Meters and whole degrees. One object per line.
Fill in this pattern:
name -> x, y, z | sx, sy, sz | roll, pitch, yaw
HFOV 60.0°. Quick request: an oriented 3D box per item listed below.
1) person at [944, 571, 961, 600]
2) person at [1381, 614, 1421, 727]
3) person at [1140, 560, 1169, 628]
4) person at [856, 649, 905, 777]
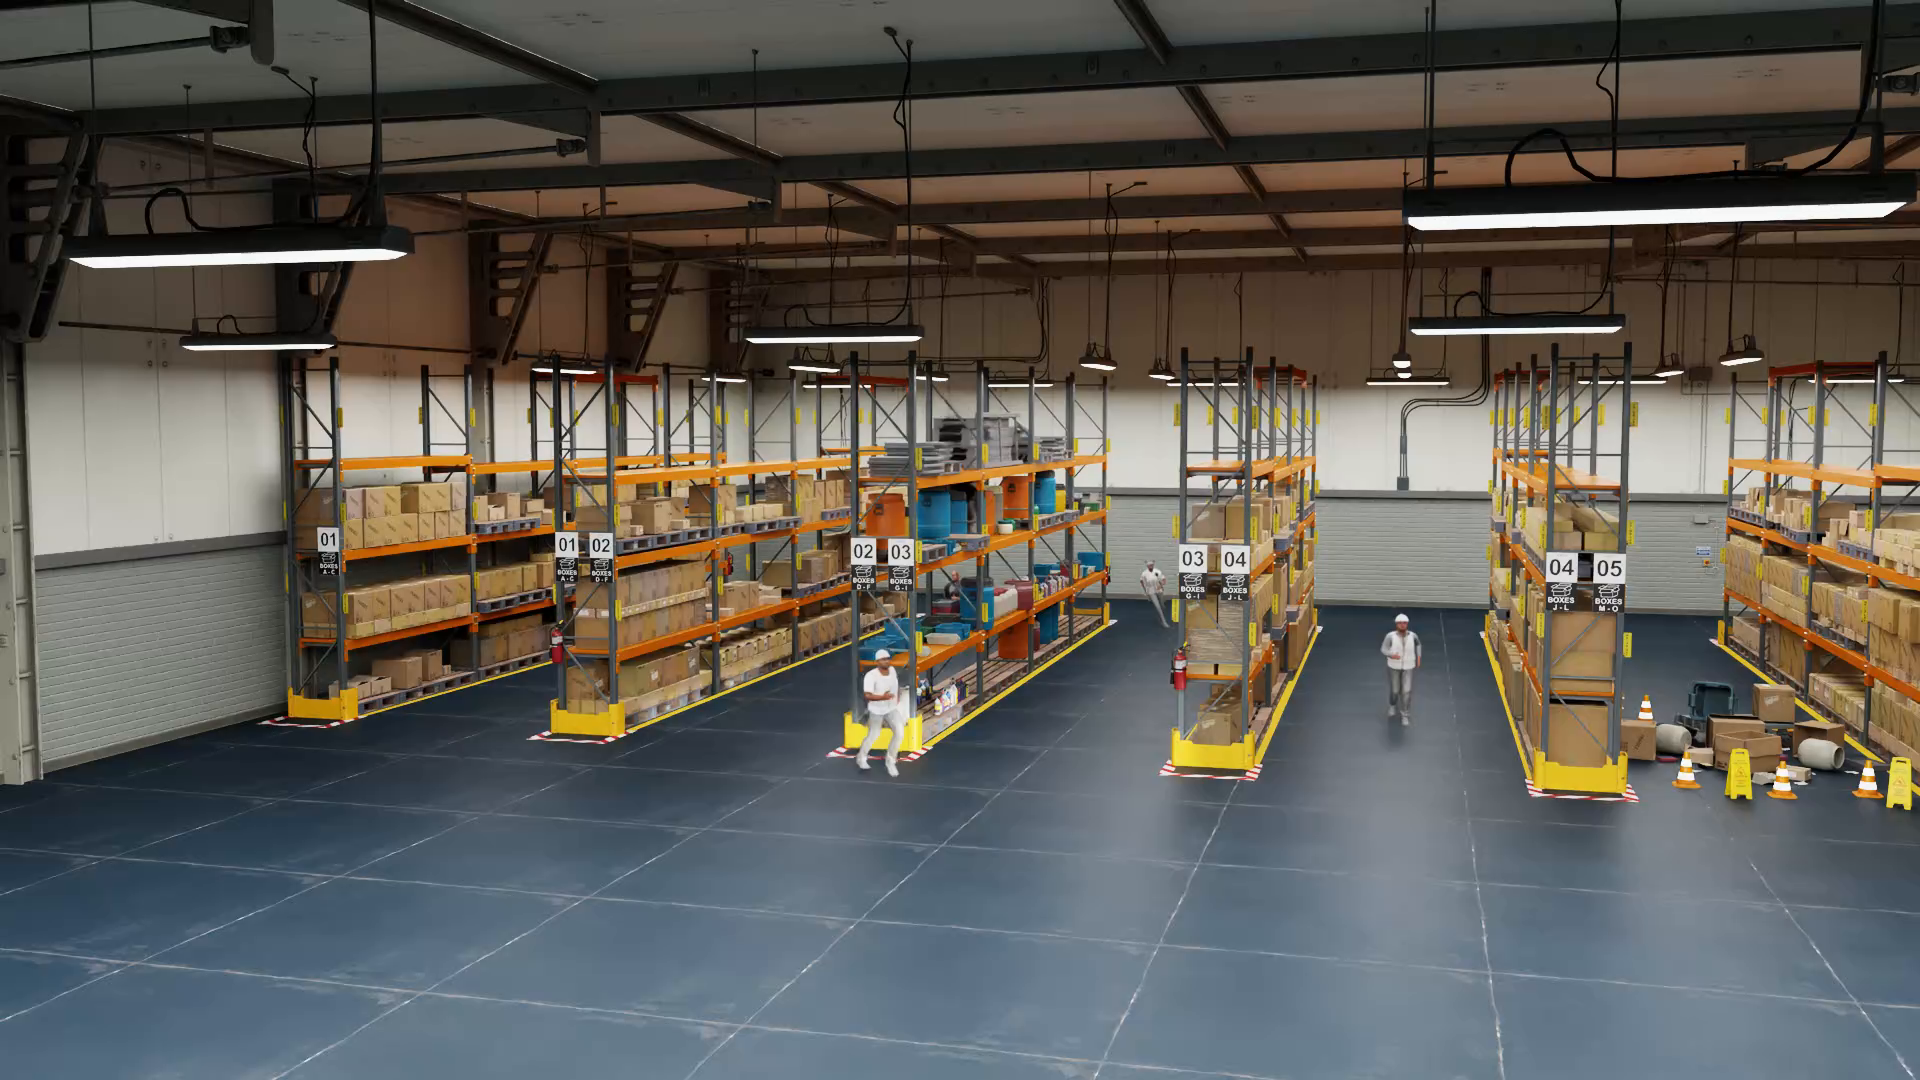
person -> -0.110, 1.536, 35.381 | 0.650, 1.760, 0.871 | 1, 4, 20
person -> 7.248, 2.108, 27.328 | 0.676, 1.802, 0.854 | 1, 4, 7
person -> 4.671, 1.262, 39.981 | 0.658, 1.618, 0.902 | 0, 4, -2
person -> -1.079, 2.414, 23.308 | 0.714, 1.795, 0.886 | -3, 5, -36
